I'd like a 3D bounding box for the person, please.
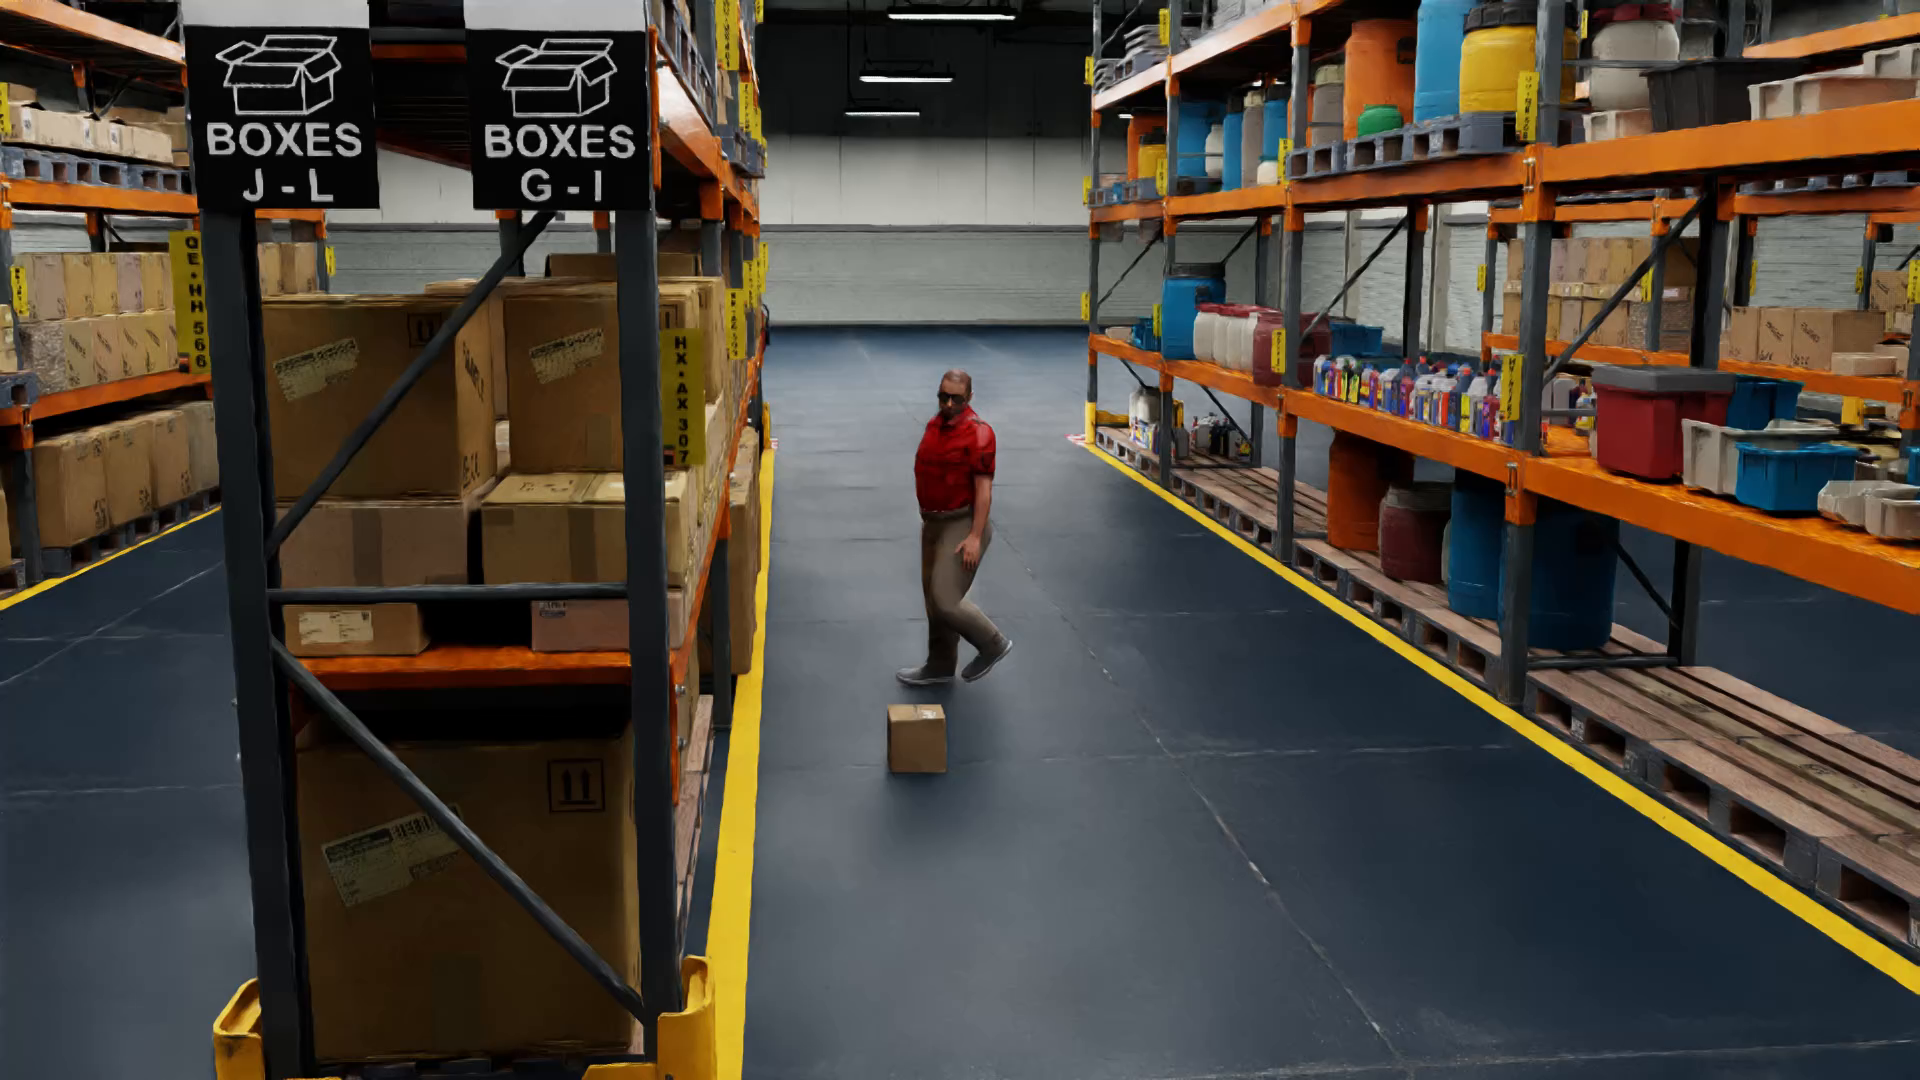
[{"bbox_3d":[0.001,-0.052,8.694,0.513,1.707,0.630,-6,11,-30],"label":"person"}]
